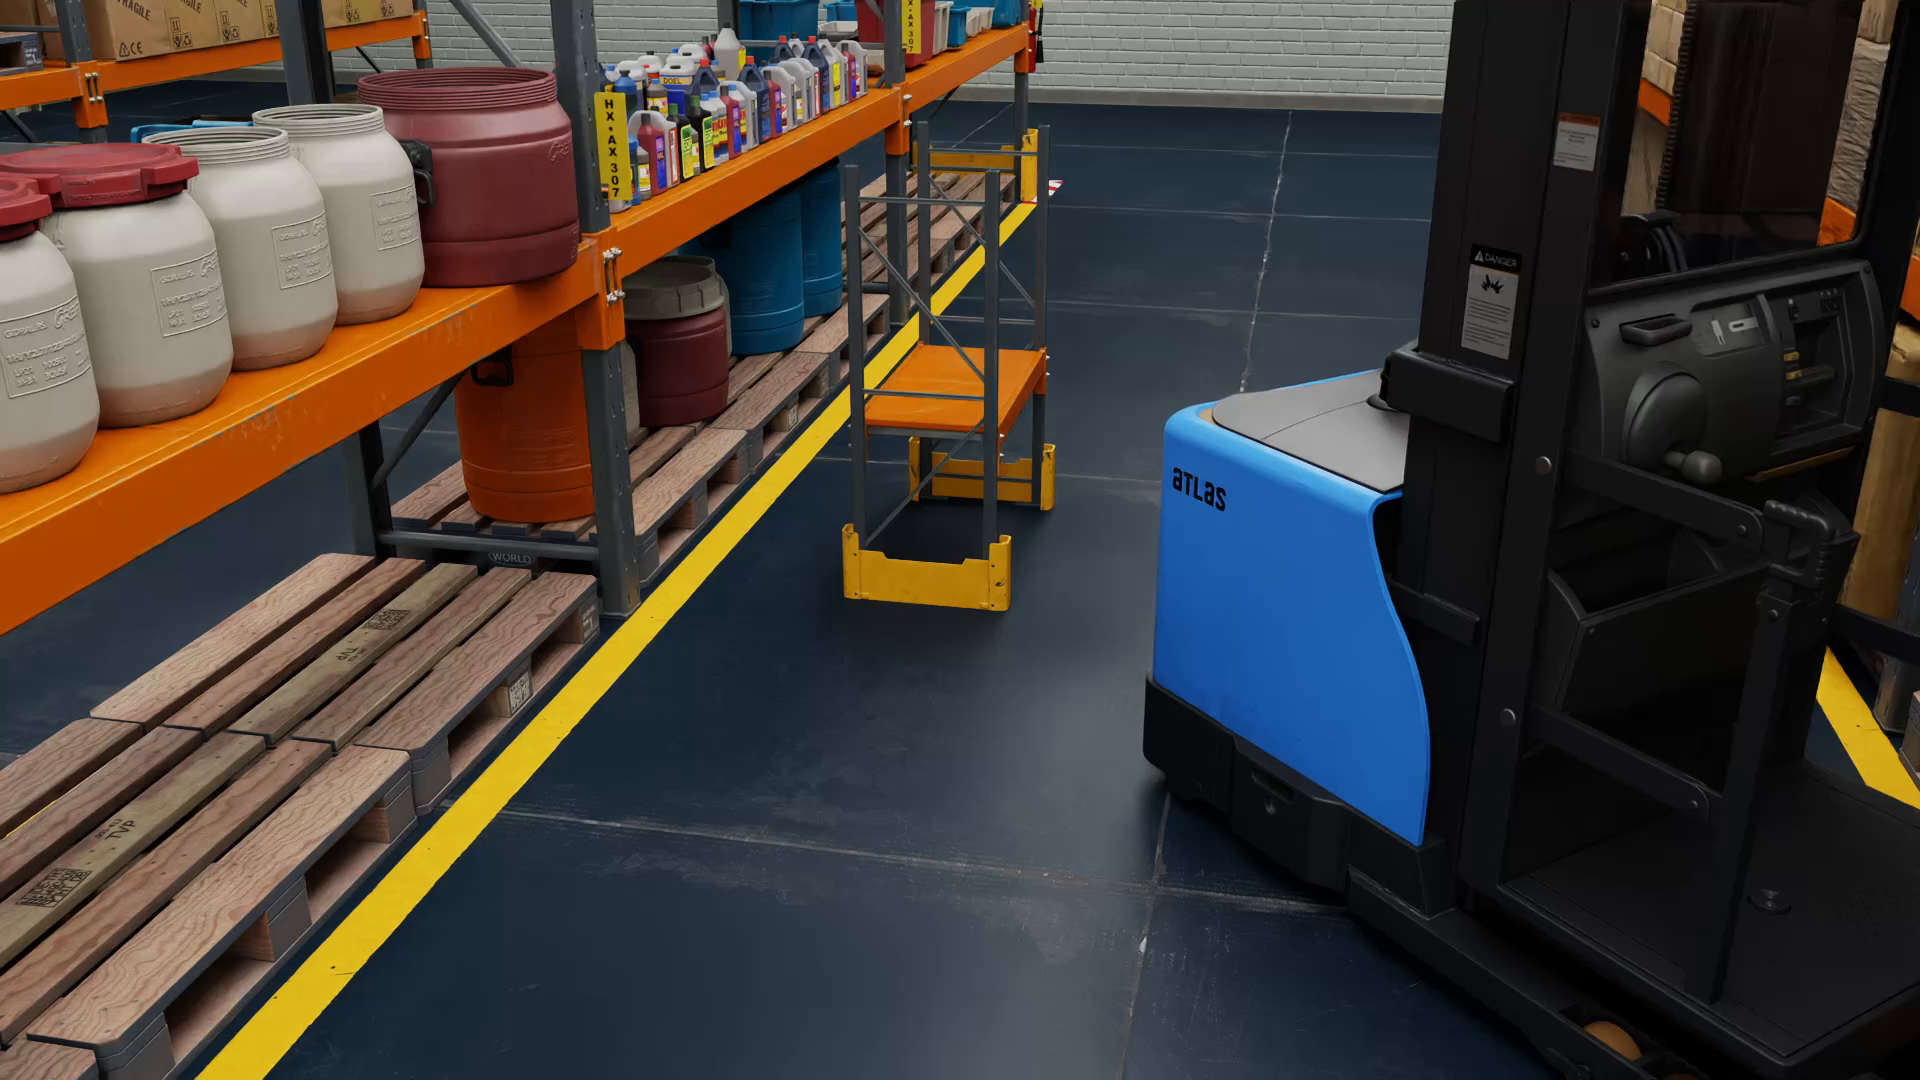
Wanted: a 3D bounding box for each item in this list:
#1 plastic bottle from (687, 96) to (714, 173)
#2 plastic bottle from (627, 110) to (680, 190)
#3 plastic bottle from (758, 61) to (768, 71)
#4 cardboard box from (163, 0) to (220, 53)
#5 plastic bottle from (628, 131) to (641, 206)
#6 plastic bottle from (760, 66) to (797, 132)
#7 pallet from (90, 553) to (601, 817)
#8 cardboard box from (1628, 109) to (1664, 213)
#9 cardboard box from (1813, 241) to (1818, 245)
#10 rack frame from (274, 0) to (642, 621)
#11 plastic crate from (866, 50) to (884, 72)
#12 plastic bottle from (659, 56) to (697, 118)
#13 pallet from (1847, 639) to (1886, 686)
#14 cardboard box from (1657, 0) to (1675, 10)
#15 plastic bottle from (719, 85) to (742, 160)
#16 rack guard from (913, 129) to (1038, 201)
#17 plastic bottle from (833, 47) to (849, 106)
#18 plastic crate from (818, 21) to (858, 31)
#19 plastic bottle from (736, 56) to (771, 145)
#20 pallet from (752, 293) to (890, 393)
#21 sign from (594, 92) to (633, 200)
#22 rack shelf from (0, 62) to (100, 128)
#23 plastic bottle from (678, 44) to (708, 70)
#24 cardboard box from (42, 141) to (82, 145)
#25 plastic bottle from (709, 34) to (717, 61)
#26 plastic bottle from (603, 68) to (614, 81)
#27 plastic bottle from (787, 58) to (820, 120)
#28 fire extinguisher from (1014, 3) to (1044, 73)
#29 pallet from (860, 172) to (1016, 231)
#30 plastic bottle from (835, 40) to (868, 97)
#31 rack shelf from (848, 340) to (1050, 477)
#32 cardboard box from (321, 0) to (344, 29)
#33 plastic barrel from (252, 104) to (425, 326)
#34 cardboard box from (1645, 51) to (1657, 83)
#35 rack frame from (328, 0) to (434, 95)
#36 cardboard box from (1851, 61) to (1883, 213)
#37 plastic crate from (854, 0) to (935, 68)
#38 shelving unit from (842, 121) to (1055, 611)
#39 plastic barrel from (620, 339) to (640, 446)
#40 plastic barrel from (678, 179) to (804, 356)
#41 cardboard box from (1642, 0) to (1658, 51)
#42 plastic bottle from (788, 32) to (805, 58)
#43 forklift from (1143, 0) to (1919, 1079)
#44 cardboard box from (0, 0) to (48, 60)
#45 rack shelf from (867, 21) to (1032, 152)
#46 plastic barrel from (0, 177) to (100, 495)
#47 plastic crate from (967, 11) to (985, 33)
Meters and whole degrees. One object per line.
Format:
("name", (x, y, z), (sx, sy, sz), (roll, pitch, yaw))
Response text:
("plastic bottle", (-0.992, -1.556, 6.359), (0.061, 0.283, 0.133), (4, 22, 11))
("plastic bottle", (-1.111, -1.423, 6.038), (0.152, 0.276, 0.135), (4, 22, 11))
("plastic bottle", (-0.889, -2.048, 7.595), (0.097, 0.271, 0.097), (0, 22, 0))
("cardboard box", (-5.170, -3.419, 10.694), (0.500, 0.500, 0.500), (5, 22, 12))
("plastic bottle", (-1.155, -1.292, 5.719), (0.097, 0.271, 0.097), (0, 22, 0))
("plastic bottle", (-0.810, -1.962, 7.377), (0.152, 0.276, 0.135), (4, 22, 11))
("pallet", (-1.806, 0.396, 5.087), (1.003, 0.211, 1.213), (4, 22, 11))
("cardboard box", (4.451, -2.037, 9.677), (0.875, 0.875, 0.875), (4, 22, 11))
("cardboard box", (3.589, -0.586, 6.074), (1.225, 0.875, 0.875), (5, 22, 11))
("rack frame", (-1.610, -1.178, 5.263), (1.000, 3.000, 0.127), (4, 22, 11))
("plastic crate", (-0.559, -2.705, 9.329), (0.396, 0.136, 0.243), (4, 22, 11))
("plastic bottle", (-1.302, -2.093, 7.700), (0.152, 0.276, 0.135), (4, 22, 11))
("pallet", (3.473, 0.211, 5.548), (1.003, 0.211, 1.213), (4, 22, 11))
("cardboard box", (3.993, -3.051, 8.712), (0.500, 0.500, 0.500), (5, 22, 11))
("plastic bottle", (-0.925, -1.676, 6.657), (0.061, 0.283, 0.133), (4, 22, 11))
("rack guard", (0.014, -2.954, 13.019), (1.175, 0.500, 0.348), (4, 22, 11))
("plastic bottle", (-0.633, -2.281, 8.167), (0.152, 0.276, 0.135), (4, 22, 11))
("plastic crate", (-0.733, -3.206, 10.571), (0.293, 0.136, 0.466), (4, 22, 11))
("plastic bottle", (-0.886, -1.854, 7.007), (0.144, 0.351, 0.185), (4, 22, 11))
("pallet", (-0.992, -1.068, 8.723), (1.003, 0.211, 1.213), (4, 22, 11))
("sign", (-1.070, -1.214, 5.134), (0.100, 0.325, 0.005), (4, 22, 11))
("rack shelf", (-6.051, -1.954, 8.154), (1.077, 0.370, 4.000), (4, 22, 11))
("plastic bottle", (-1.336, -2.309, 8.238), (0.152, 0.276, 0.135), (4, 22, 11))
("cardboard box", (-5.804, -2.294, 10.792), (0.500, 0.500, 0.500), (4, 22, 11))
("plastic bottle", (-1.287, -2.485, 8.665), (0.061, 0.283, 0.133), (4, 22, 11))
("plastic bottle", (-1.568, -1.941, 7.331), (0.097, 0.271, 0.097), (0, 22, 0))
("plastic bottle", (-0.736, -2.096, 7.709), (0.152, 0.276, 0.135), (4, 22, 11))
("fire extinguisher", (0.498, -3.915, 12.662), (0.296, 0.674, 0.183), (4, 22, 11))
("pallet", (-0.184, -2.511, 12.307), (1.003, 0.211, 1.213), (4, 22, 11))
("plastic bottle", (-0.558, -2.414, 8.499), (0.152, 0.276, 0.135), (4, 22, 11))
("rack shelf", (-0.017, -0.498, 6.063), (0.538, 0.185, 1.000), (4, 22, 11))
("cardboard box", (-4.861, -3.972, 12.068), (0.500, 0.500, 0.500), (5, 22, 11))
("plastic barrel", (-1.611, -0.837, 4.267), (0.421, 0.512, 0.421), (0, 22, 0))
("cardboard box", (3.953, -2.565, 9.044), (0.380, 0.149, 0.250), (5, 22, 12))
("rack frame", (-4.826, -4.482, 13.468), (1.000, 3.000, 0.127), (4, 22, 11))
("cardboard box", (3.204, -1.228, 5.253), (0.500, 0.500, 0.500), (4, 22, 10))
("plastic crate", (-0.366, -3.006, 9.635), (0.402, 0.464, 0.583), (4, 22, 11))
("shelving unit", (-0.016, -0.668, 6.004), (0.587, 1.500, 1.083), (4, 22, 11))
("plastic barrel", (-1.499, -0.612, 6.626), (0.421, 0.512, 0.421), (0, 22, 0))
("plastic barrel", (-1.066, -1.405, 8.075), (0.600, 0.901, 0.708), (4, 22, 11))
("cardboard box", (4.095, -2.889, 9.315), (0.500, 0.250, 0.500), (5, 22, 12))
("plastic bottle", (-0.802, -2.268, 8.035), (0.144, 0.351, 0.185), (4, 22, 11))
("forklift", (1.713, -0.327, 3.243), (1.130, 2.935, 3.031), (-13, 25, -29))
("cardboard box", (-5.792, -3.268, 10.320), (0.500, 0.500, 0.500), (5, 22, 12))
("rack shelf", (-0.386, -3.038, 10.846), (1.077, 0.370, 4.000), (4, 22, 11))
("plastic barrel", (-1.867, -0.379, 3.098), (0.433, 0.535, 0.433), (0, 22, 0))
("plastic crate", (-0.040, -3.592, 11.530), (0.396, 0.136, 0.243), (4, 22, 11))
